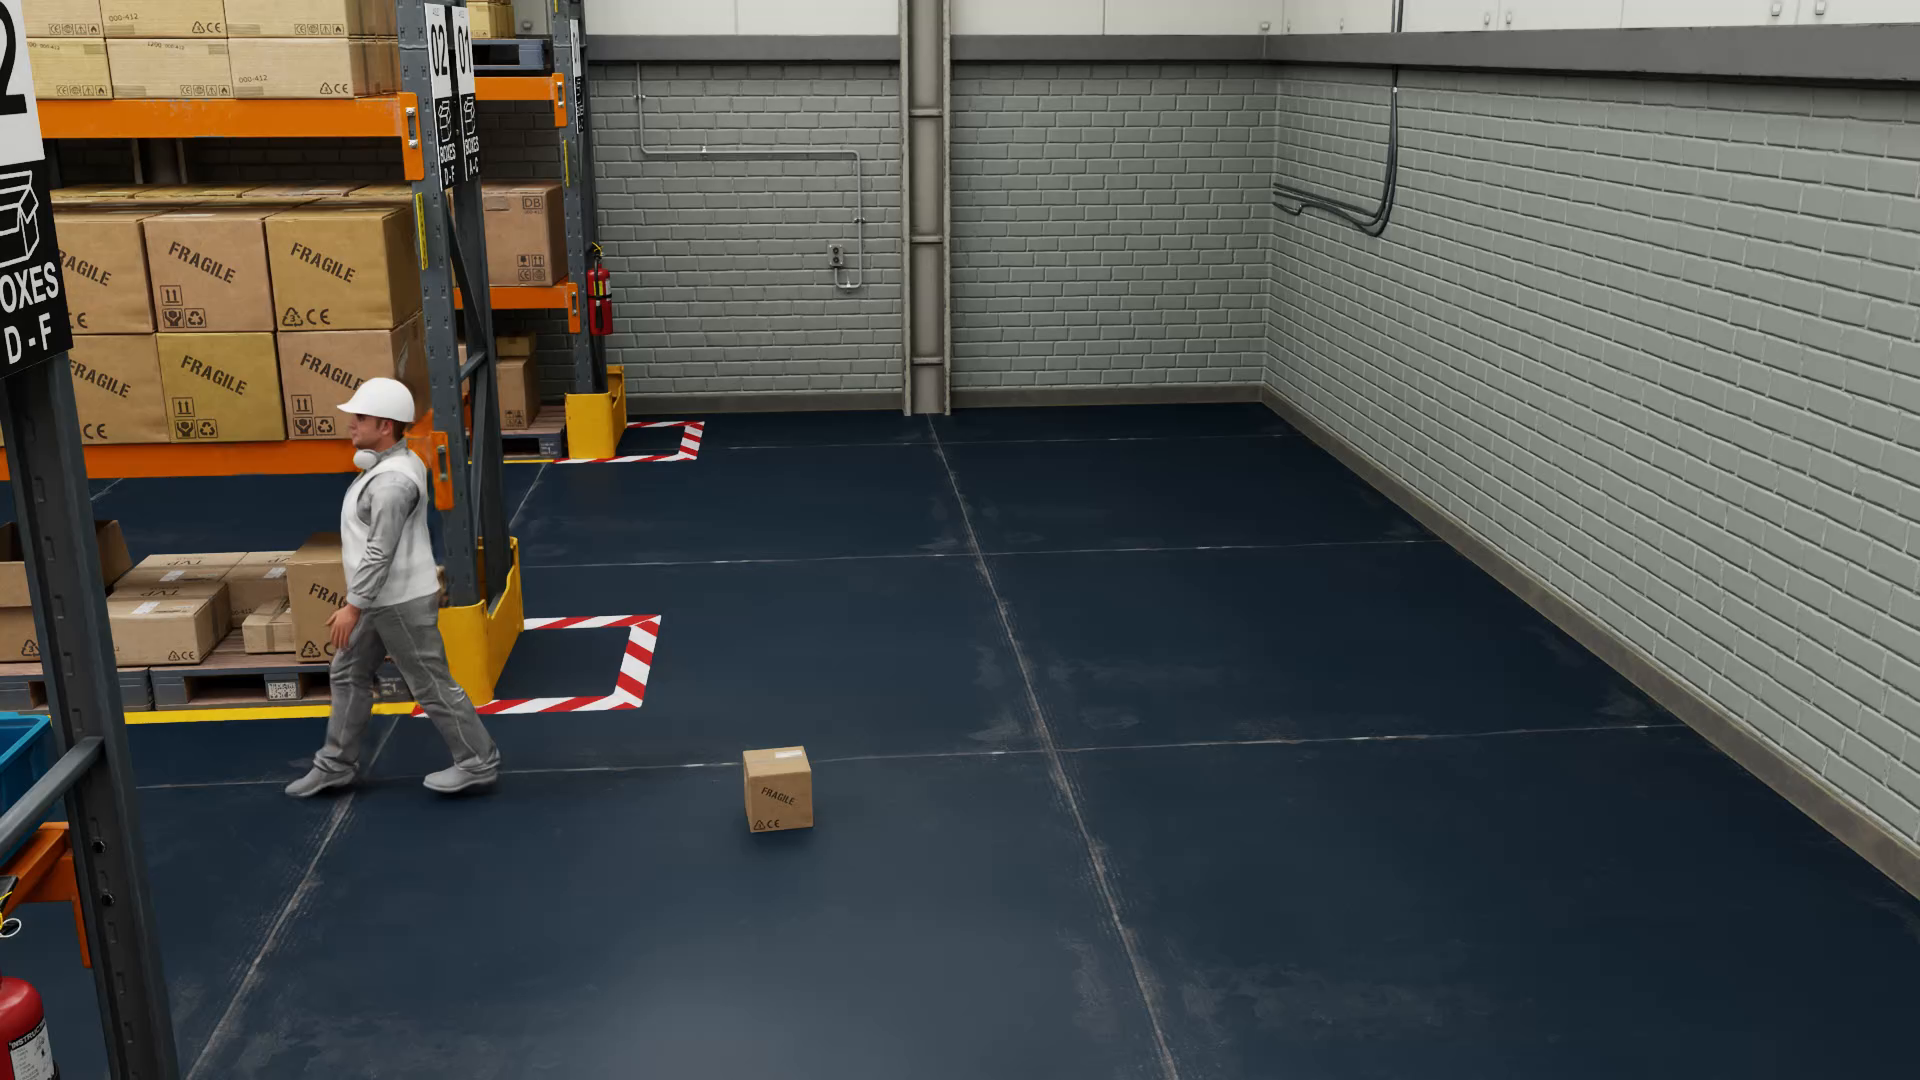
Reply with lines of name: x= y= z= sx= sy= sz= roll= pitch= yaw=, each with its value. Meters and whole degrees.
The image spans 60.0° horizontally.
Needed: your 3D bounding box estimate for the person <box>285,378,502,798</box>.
person: x=-2.364 y=0.230 z=6.715 sx=0.865 sy=1.774 sz=0.580 roll=-6 pitch=18 yaw=-20
